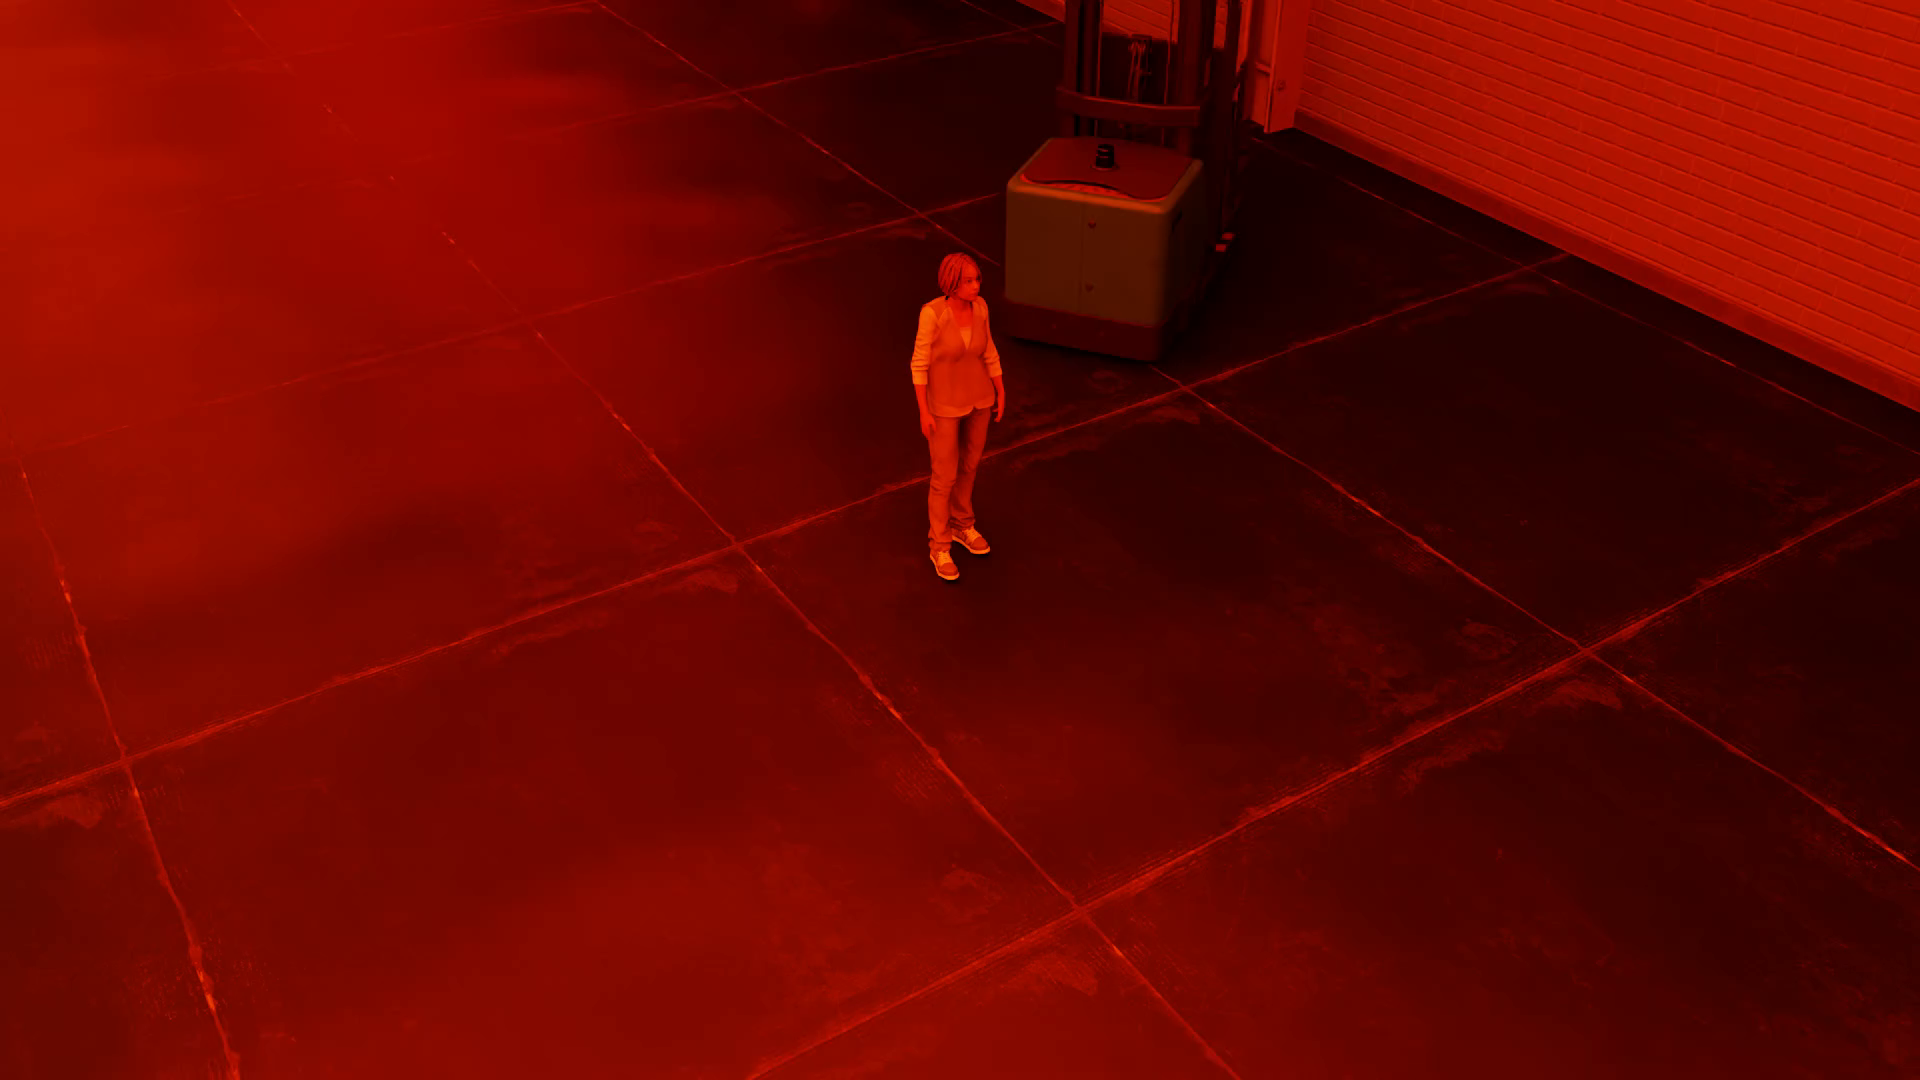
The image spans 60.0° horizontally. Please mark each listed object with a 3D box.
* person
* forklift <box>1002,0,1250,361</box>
[{"bbox_3d":[0.028,-0.619,8.177,0.521,1.596,0.475,-21,40,-27],"label":"person"},{"bbox_3d":[1.277,-3.128,10.599,1.130,2.935,3.031,13,37,18],"label":"forklift"}]
